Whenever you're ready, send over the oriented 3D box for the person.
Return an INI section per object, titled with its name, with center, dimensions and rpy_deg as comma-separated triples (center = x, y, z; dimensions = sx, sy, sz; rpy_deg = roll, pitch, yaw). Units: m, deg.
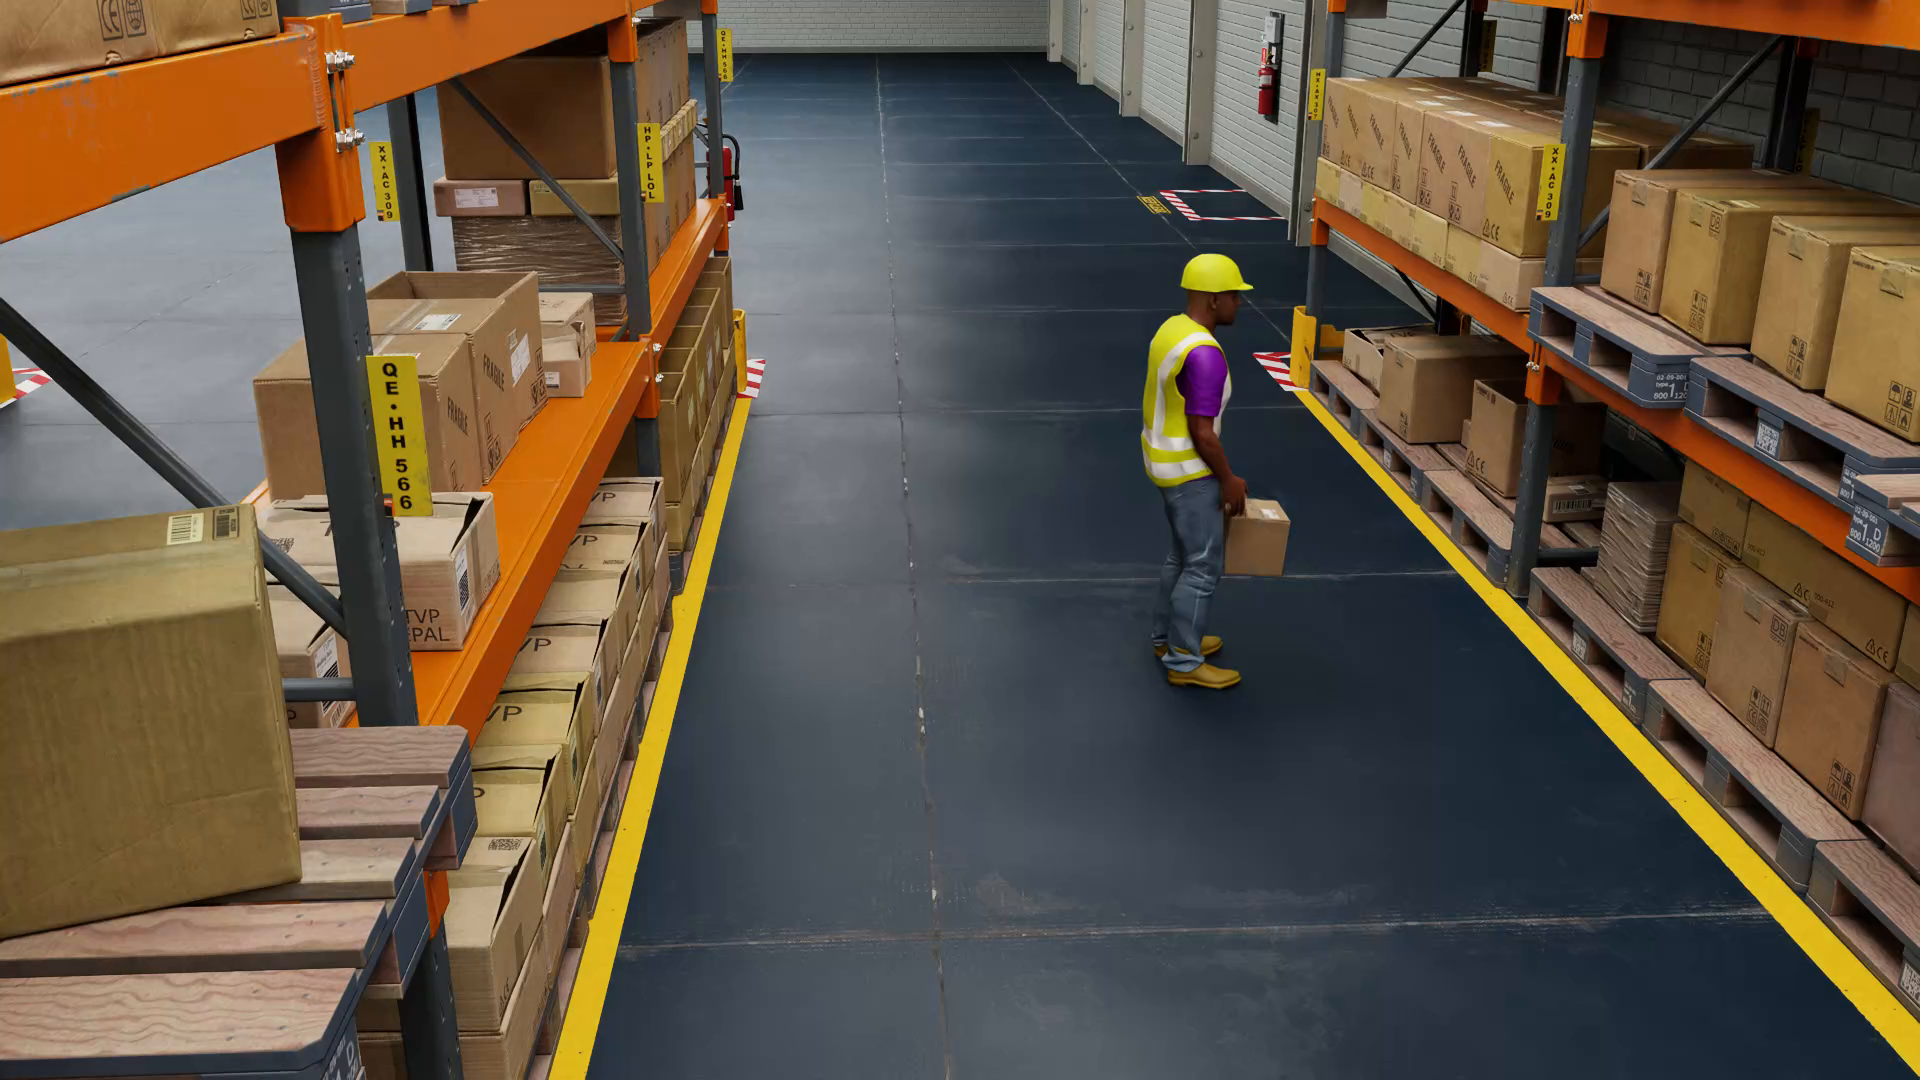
[person]
center = 0.955, -0.291, 6.831
dimensions = 0.419, 1.766, 0.586
rpy_deg = -1, 20, -3
